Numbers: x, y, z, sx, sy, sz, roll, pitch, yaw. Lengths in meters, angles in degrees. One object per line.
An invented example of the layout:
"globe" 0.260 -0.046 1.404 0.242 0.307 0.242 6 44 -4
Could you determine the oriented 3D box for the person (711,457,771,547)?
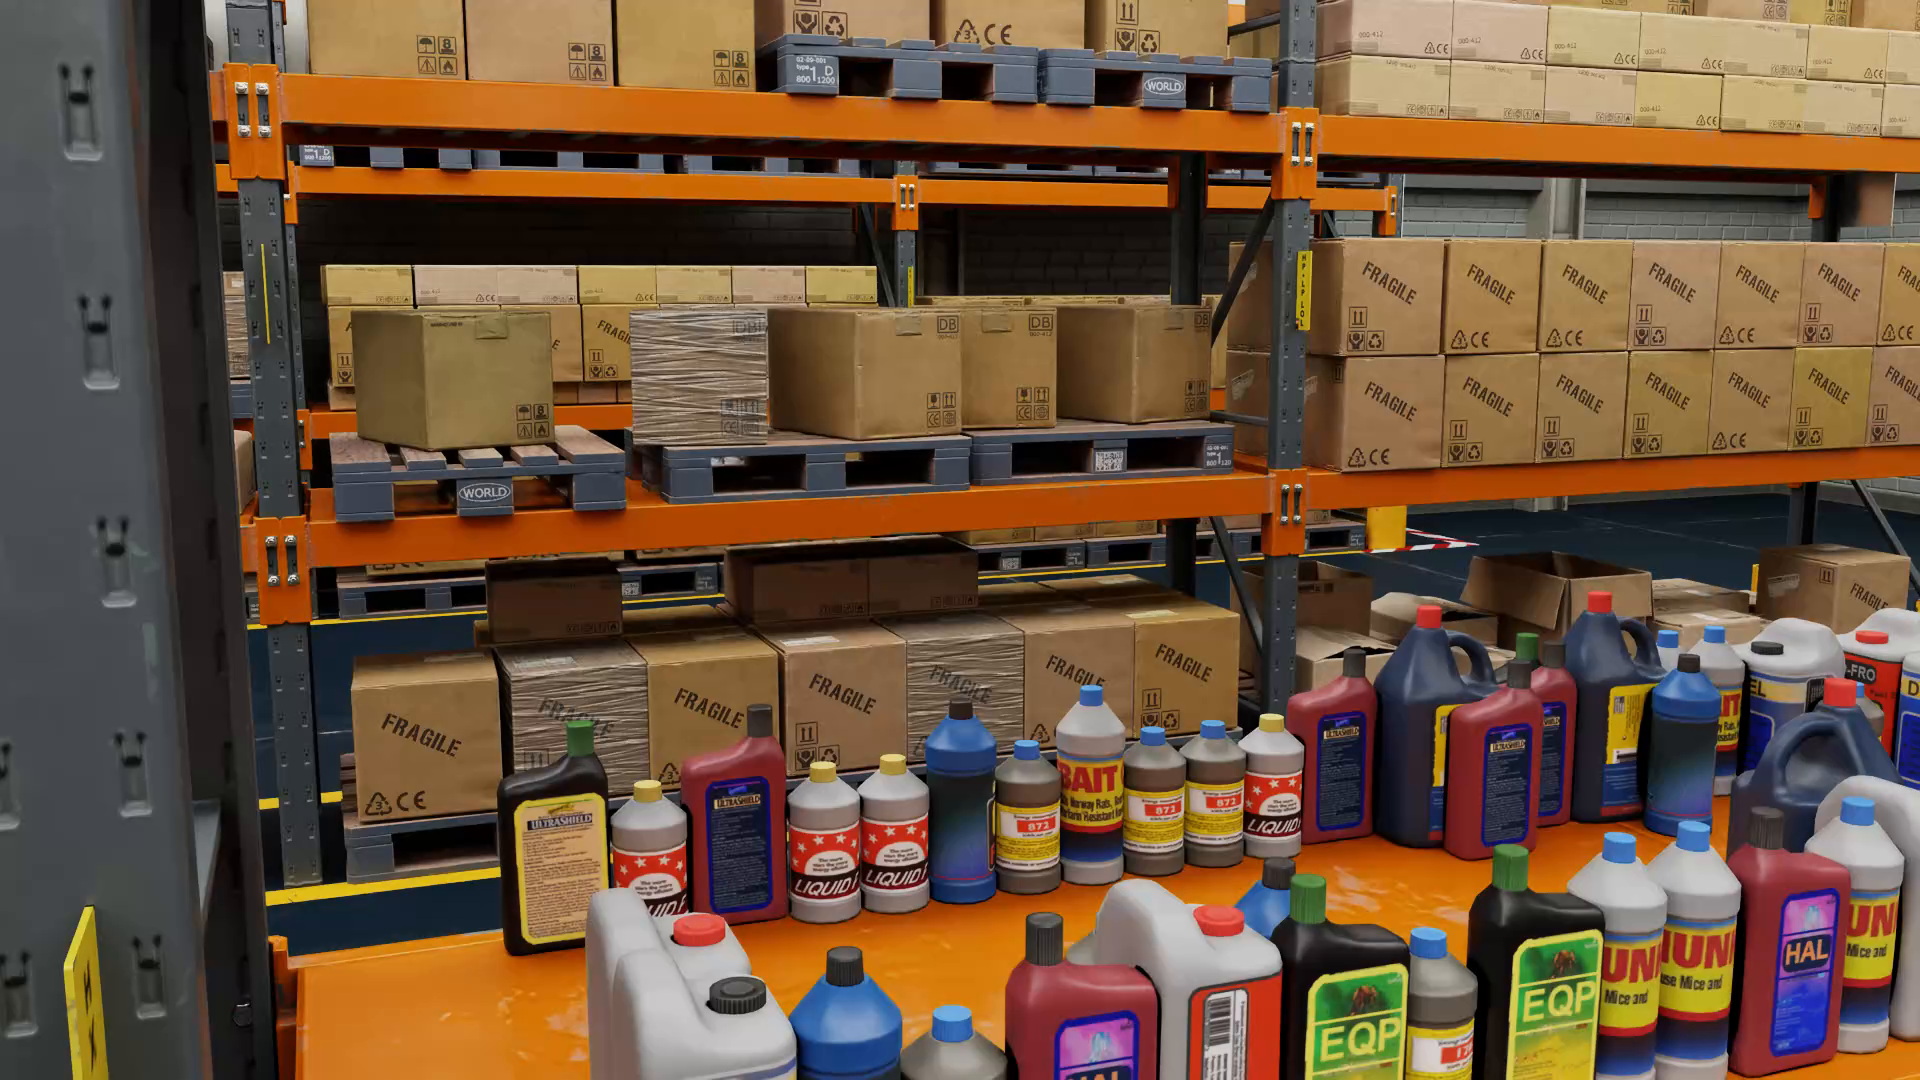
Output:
"person" -1.252 -0.155 9.372 0.534 1.664 0.416 -4 10 -22
